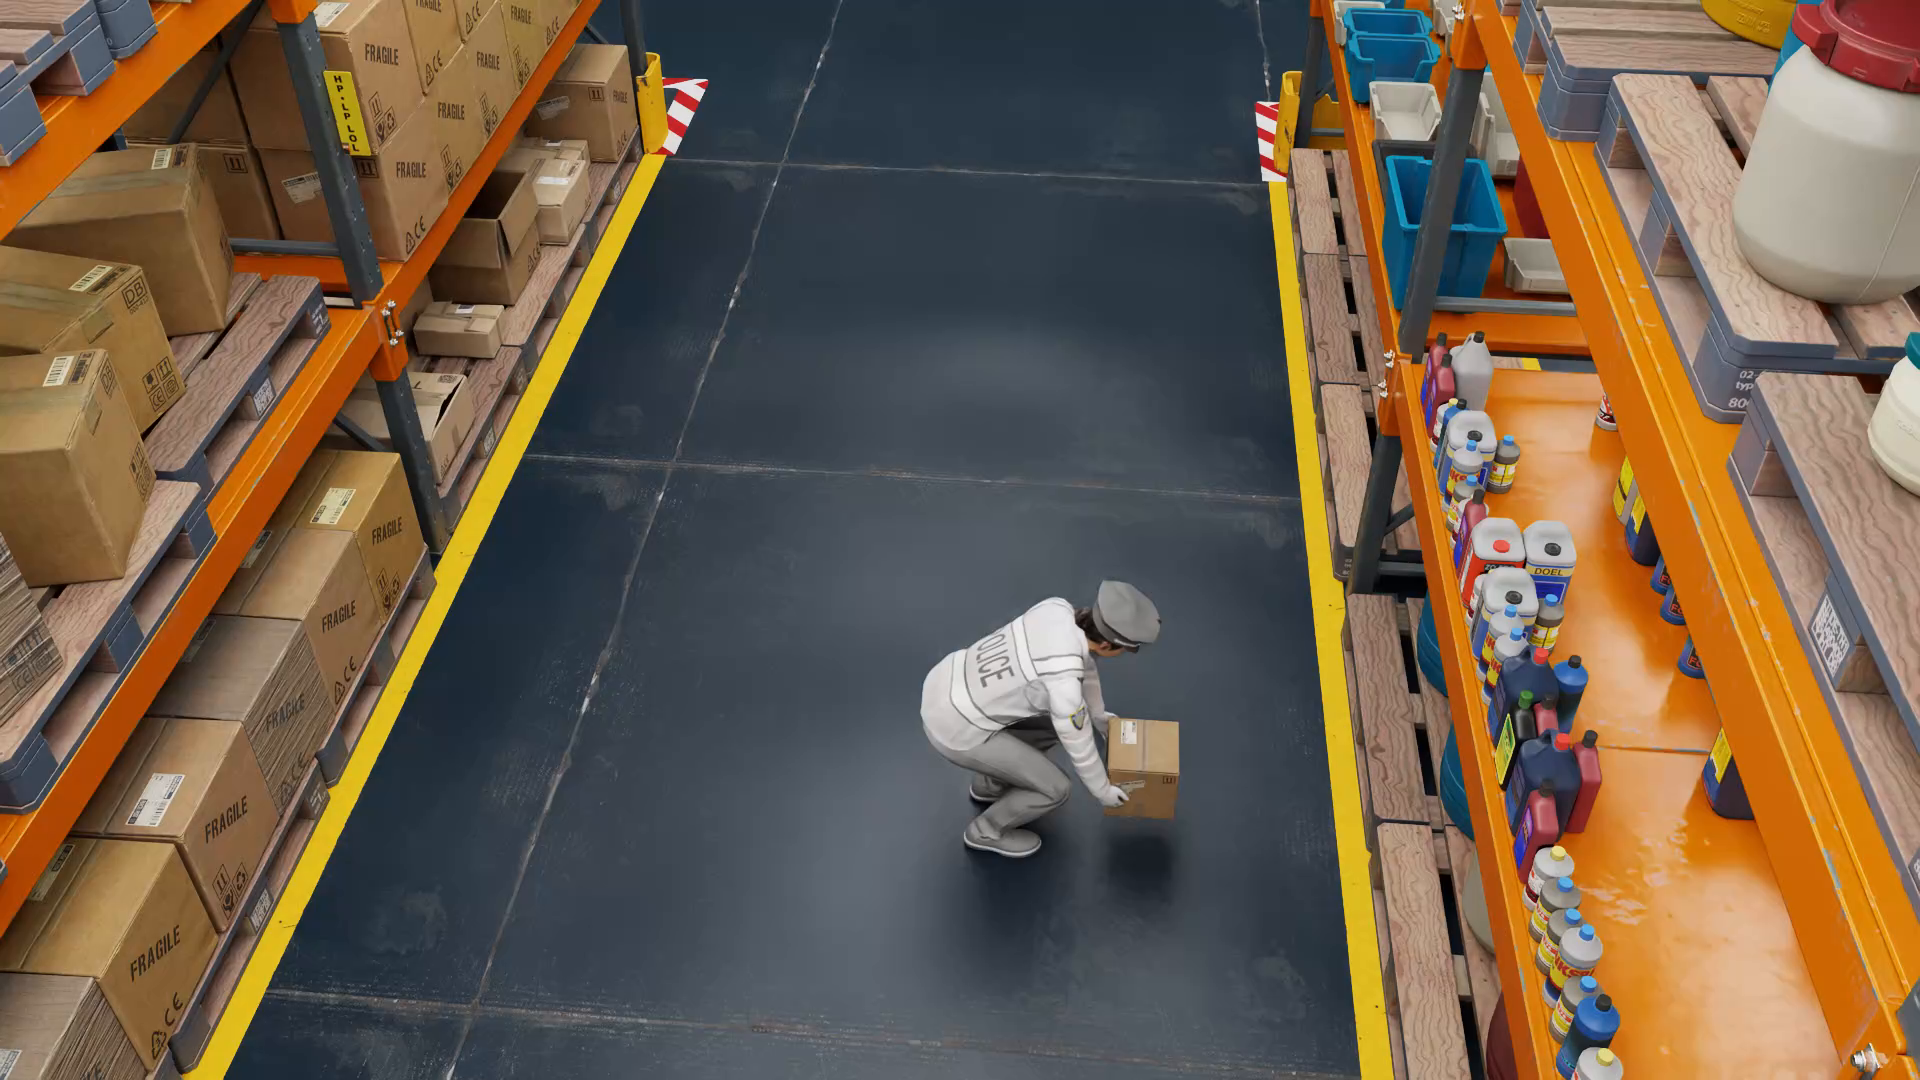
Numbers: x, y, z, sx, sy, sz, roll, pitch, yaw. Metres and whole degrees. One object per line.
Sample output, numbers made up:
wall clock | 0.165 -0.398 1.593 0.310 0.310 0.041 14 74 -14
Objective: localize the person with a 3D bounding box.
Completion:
person | 0.273 0.604 5.872 0.808 1.116 0.512 3 40 4
